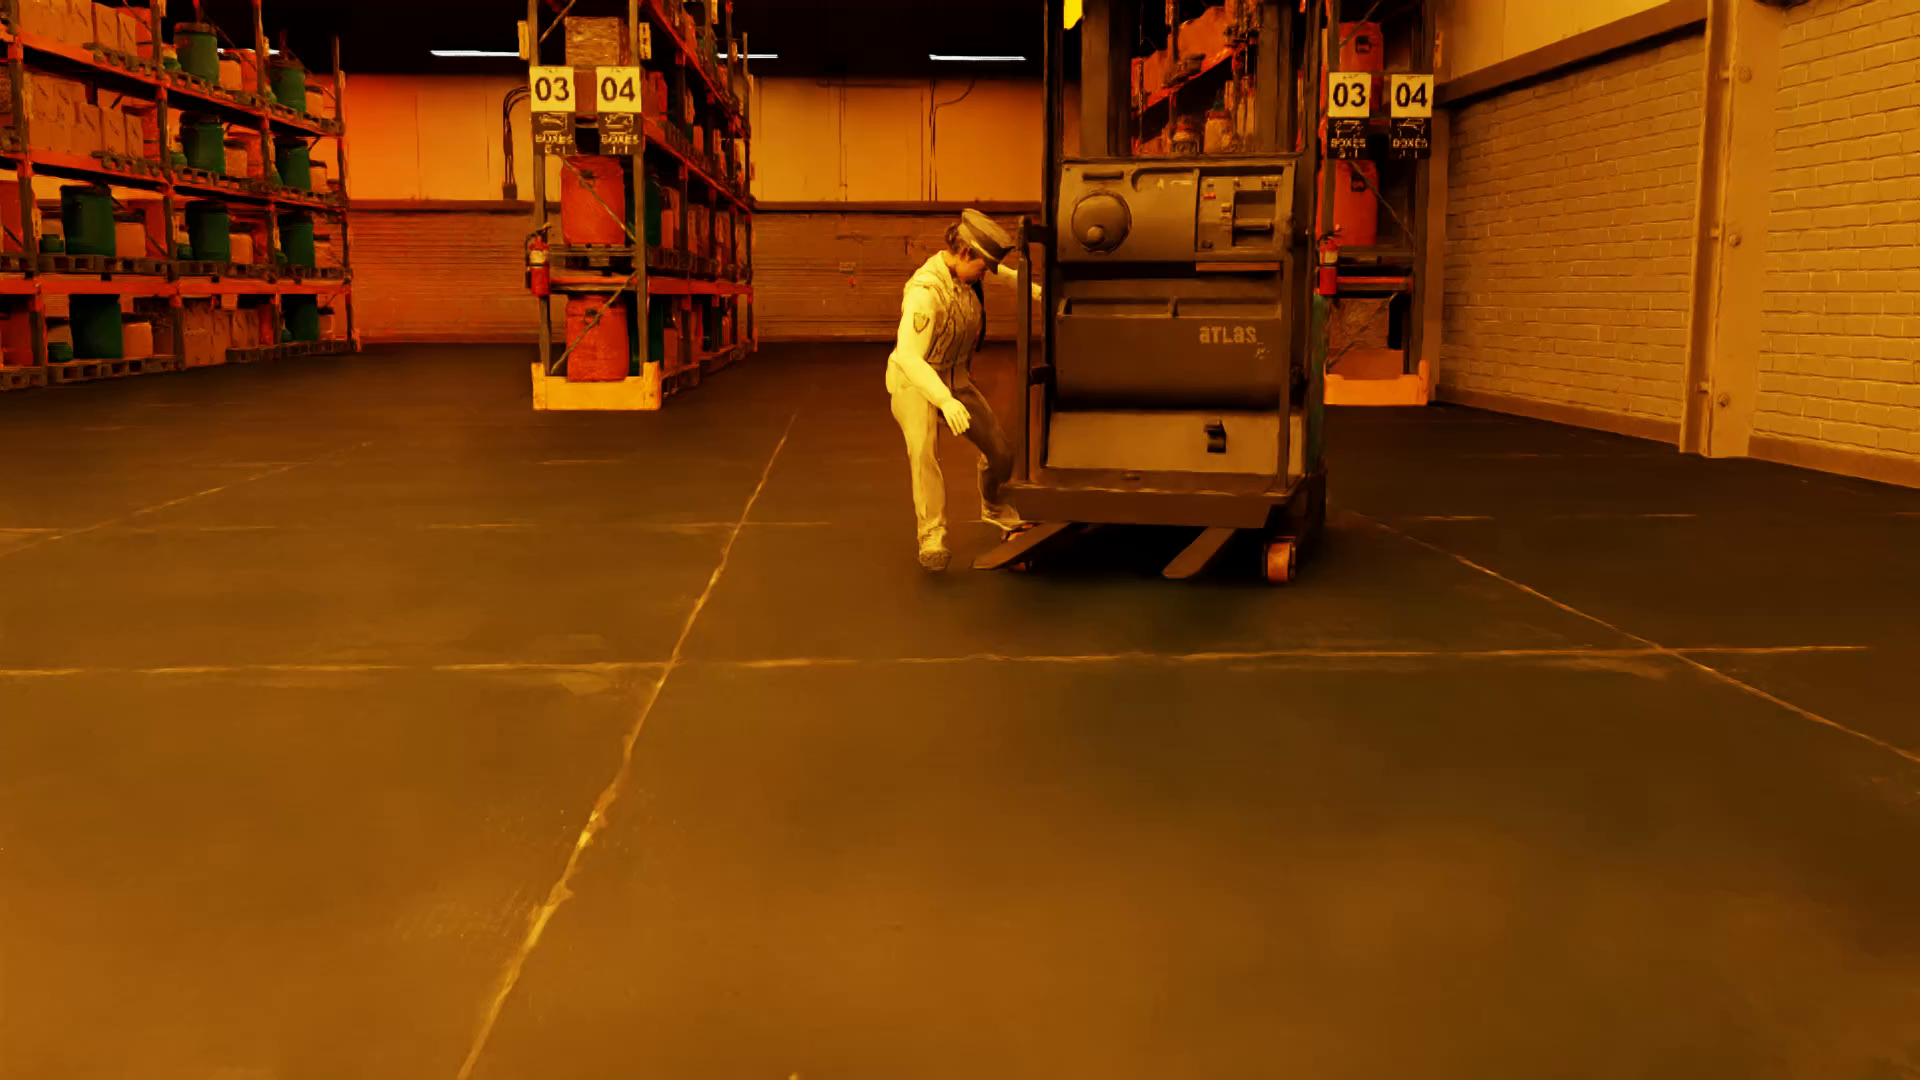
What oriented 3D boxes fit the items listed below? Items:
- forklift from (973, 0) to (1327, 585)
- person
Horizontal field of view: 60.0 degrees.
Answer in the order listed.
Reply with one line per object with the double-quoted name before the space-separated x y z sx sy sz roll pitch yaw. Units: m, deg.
"forklift" 0.794 -1.344 6.384 1.130 2.935 3.031 2 9 16
"person" 0.027 -0.627 6.713 0.703 1.380 1.230 7 11 38
